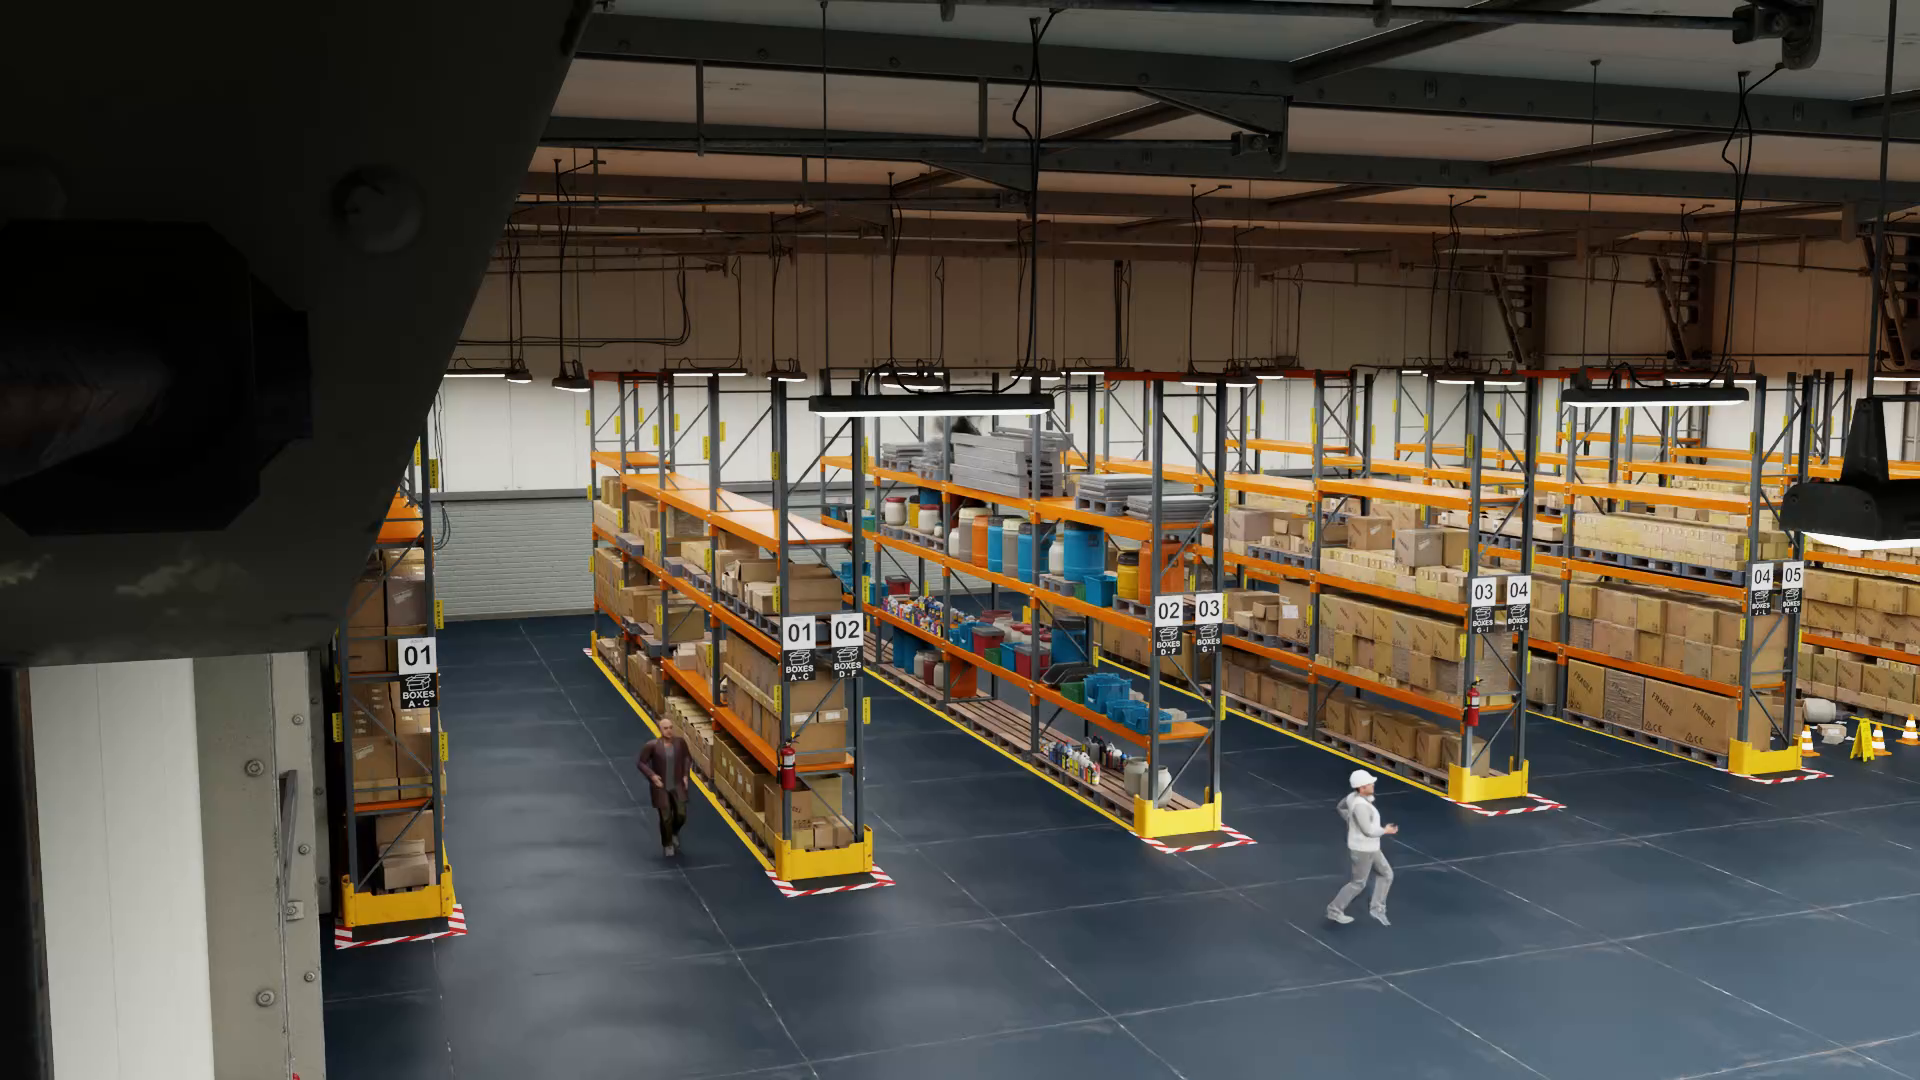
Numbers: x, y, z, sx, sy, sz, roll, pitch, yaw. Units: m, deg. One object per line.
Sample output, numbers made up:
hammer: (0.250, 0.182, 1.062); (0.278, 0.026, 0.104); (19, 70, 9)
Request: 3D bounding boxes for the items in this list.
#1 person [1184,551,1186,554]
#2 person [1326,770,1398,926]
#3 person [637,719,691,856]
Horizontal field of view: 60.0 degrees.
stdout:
person: (5.205, 1.036, 40.238); (0.631, 1.665, 0.561); (6, 8, 41)
person: (4.455, 3.424, 18.415); (0.755, 1.809, 0.659); (1, 6, 11)
person: (-3.708, 3.123, 21.023); (0.716, 1.743, 0.630); (-3, 7, -24)
